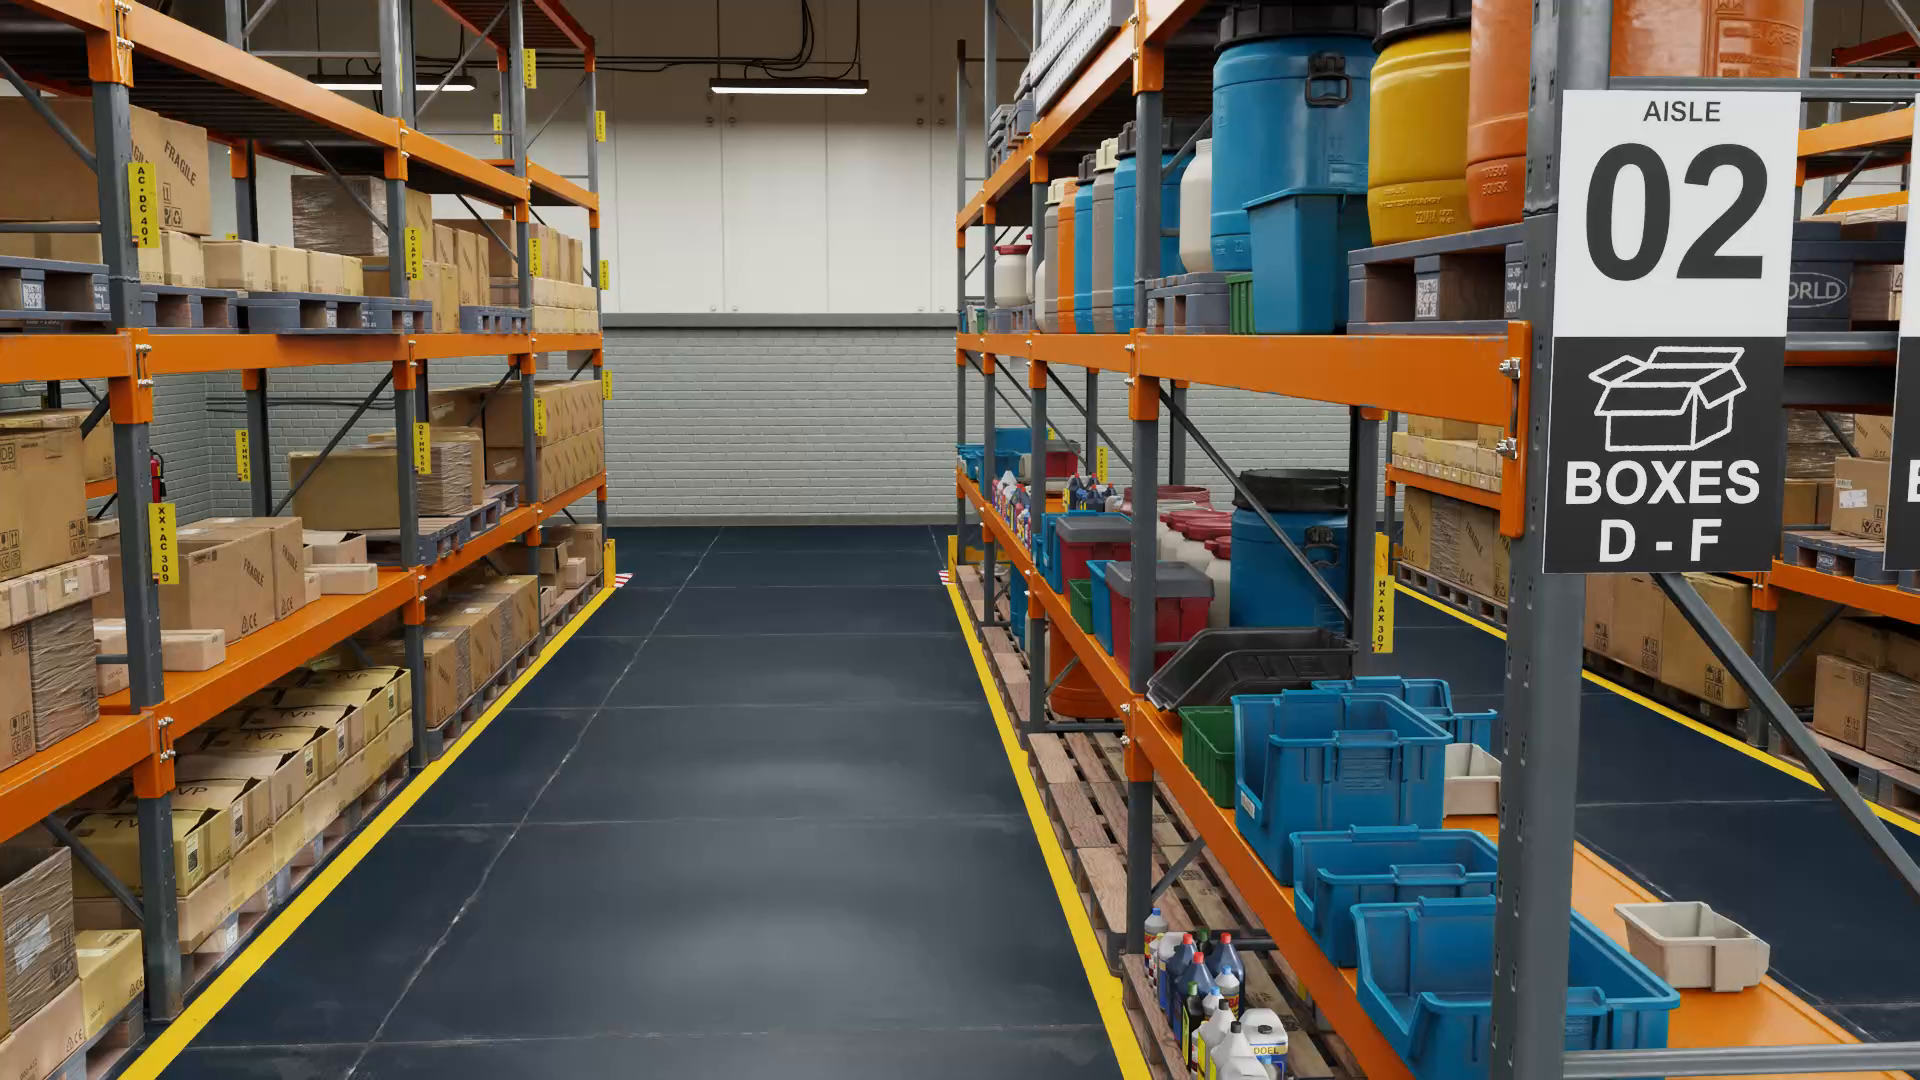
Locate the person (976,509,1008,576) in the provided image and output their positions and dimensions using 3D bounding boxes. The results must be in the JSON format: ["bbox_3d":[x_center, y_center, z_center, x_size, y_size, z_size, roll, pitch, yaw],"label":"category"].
[{"bbox_3d":[0.586,-0.140,18.033,0.906,1.034,0.386,1,7,7],"label":"person"}]
